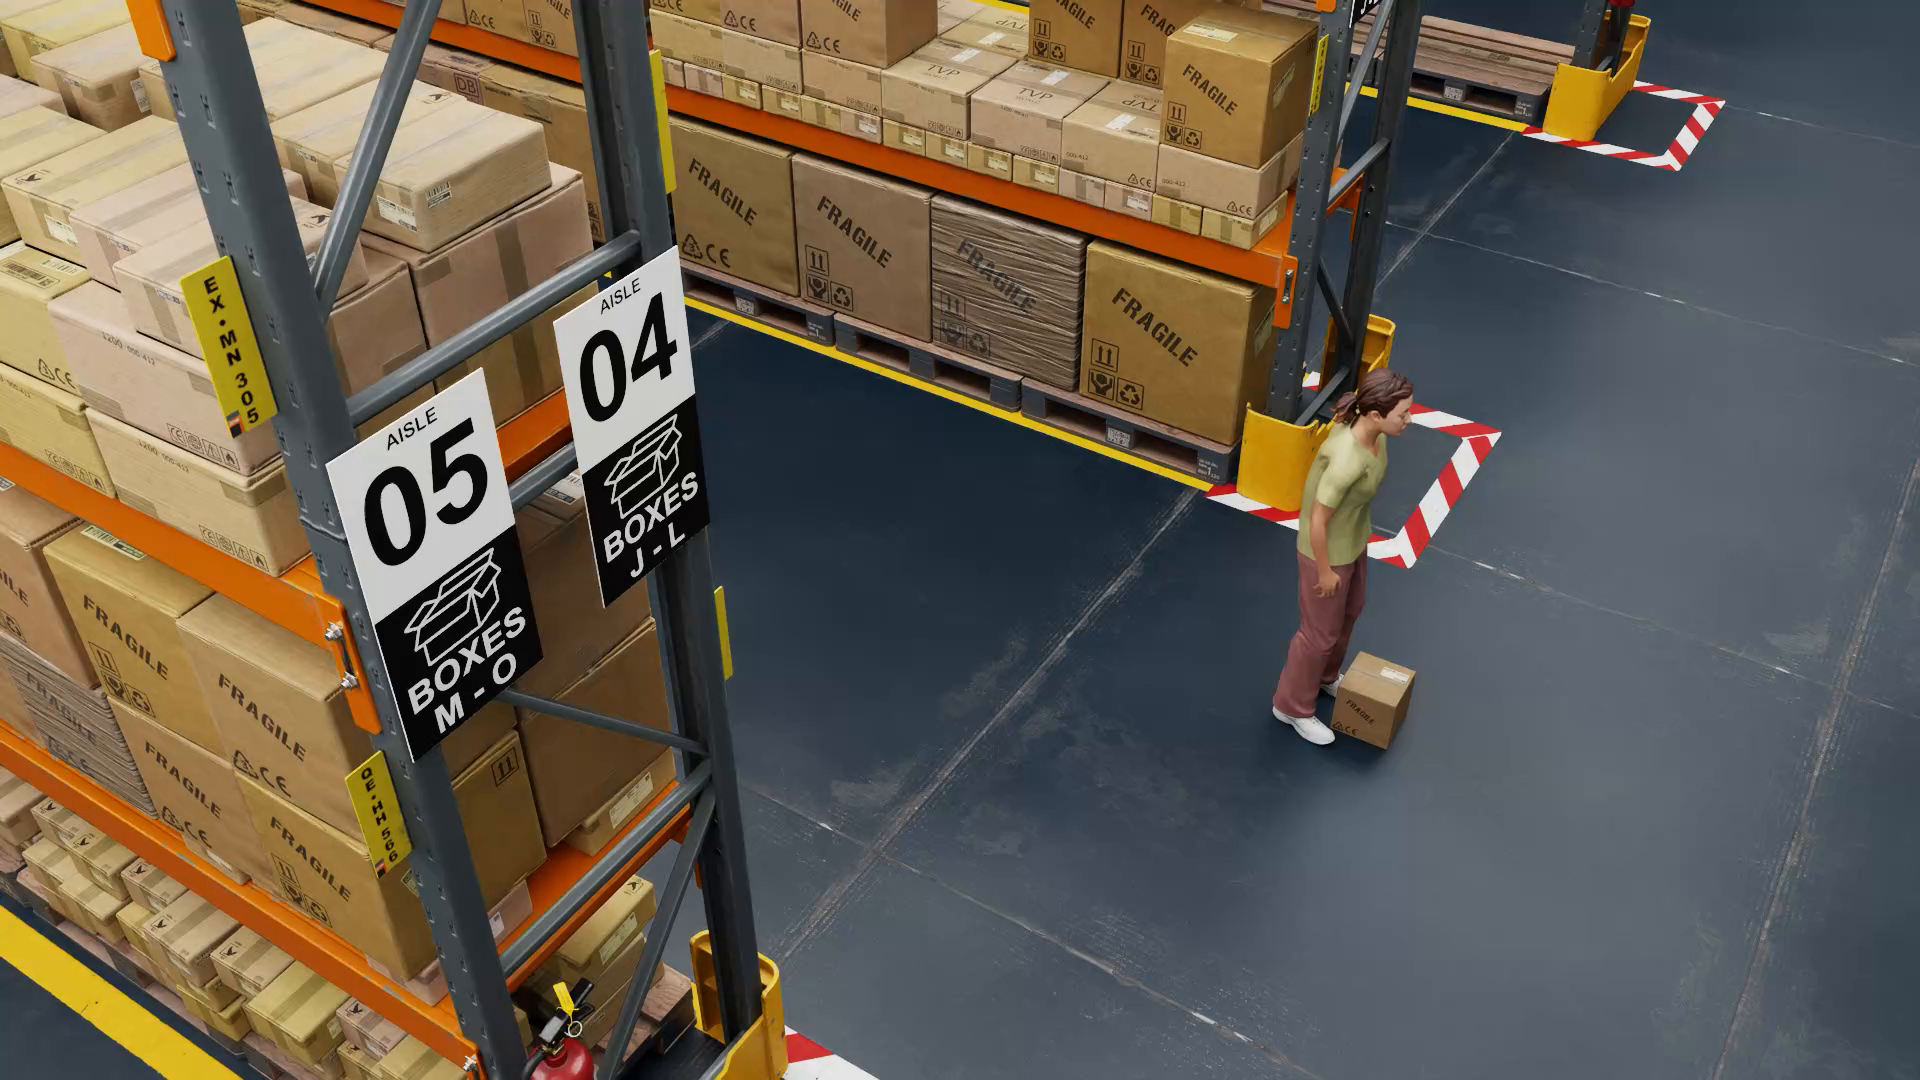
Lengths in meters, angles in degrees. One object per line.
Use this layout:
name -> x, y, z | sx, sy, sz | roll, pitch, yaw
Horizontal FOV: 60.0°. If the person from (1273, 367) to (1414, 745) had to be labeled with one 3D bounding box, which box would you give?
person -> 1.526, 0.033, 6.638 | 0.355, 1.673, 0.517 | 20, 43, 23
